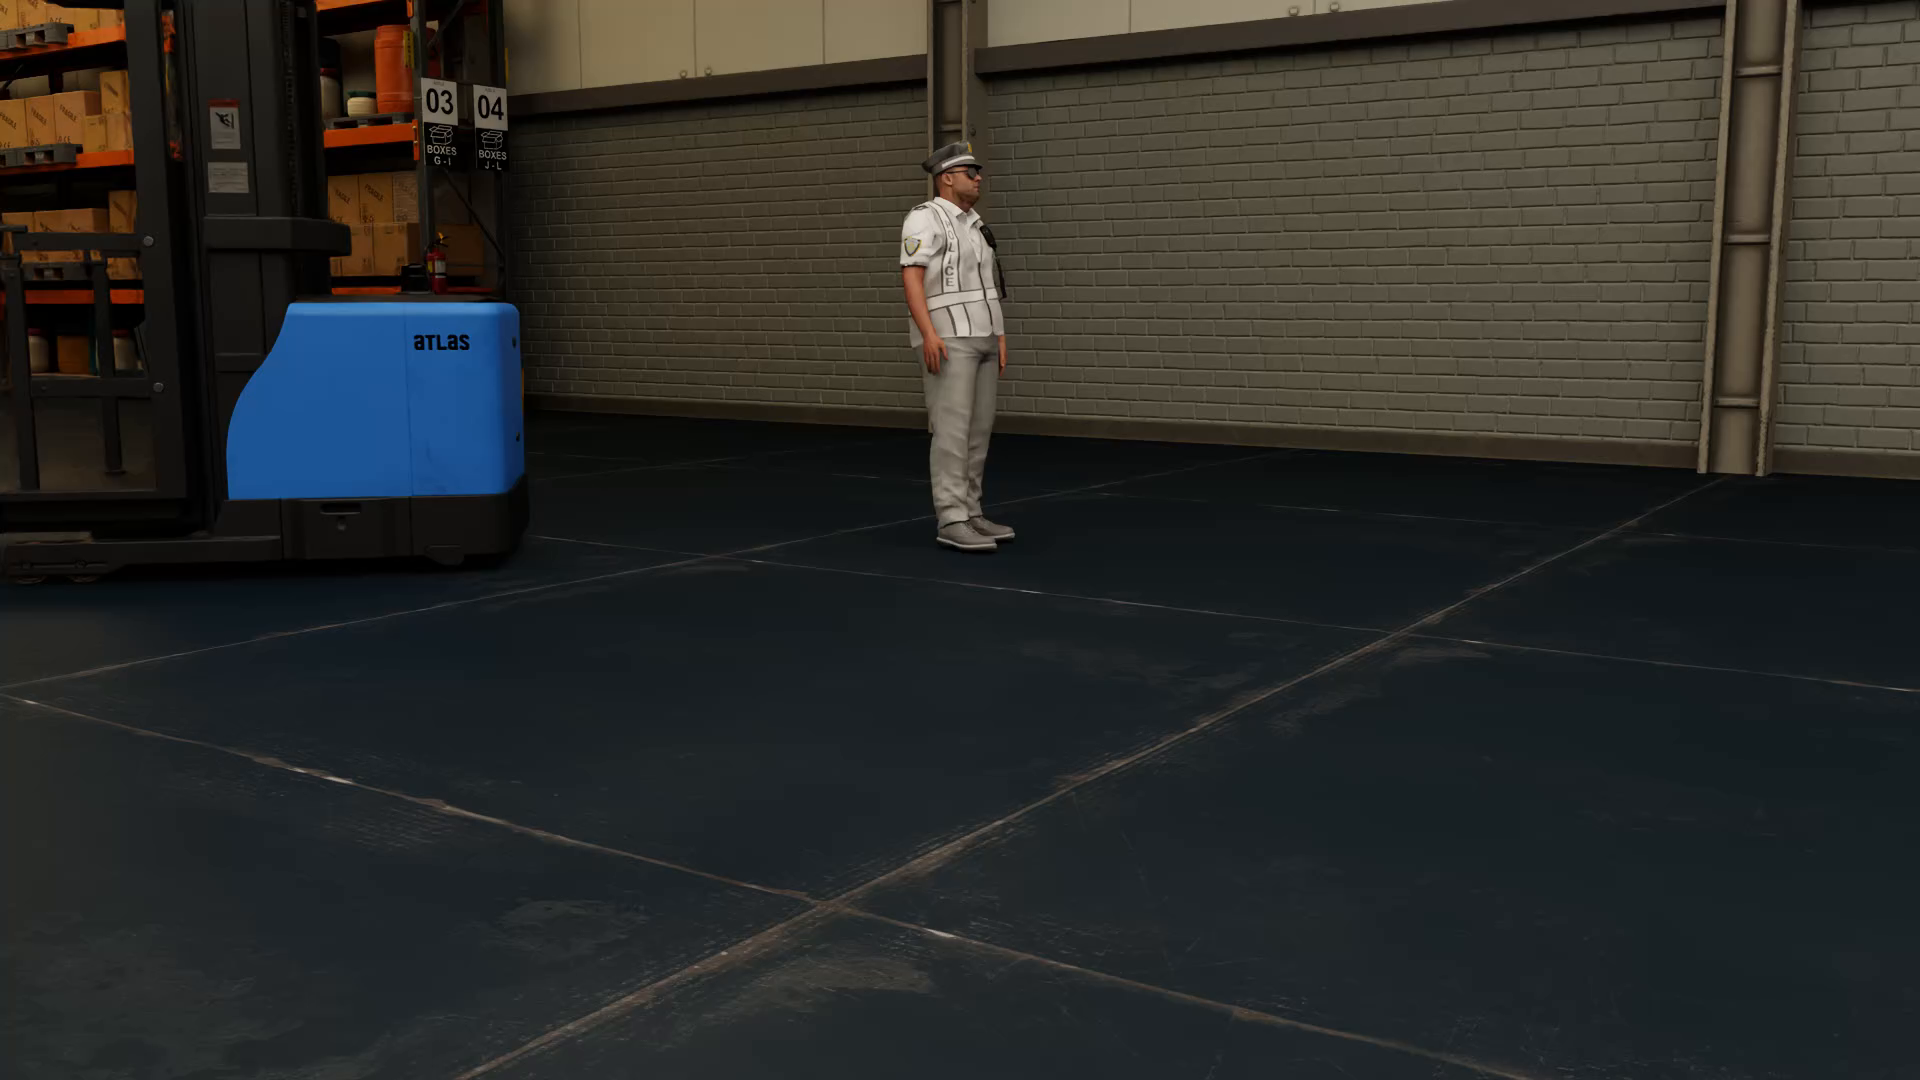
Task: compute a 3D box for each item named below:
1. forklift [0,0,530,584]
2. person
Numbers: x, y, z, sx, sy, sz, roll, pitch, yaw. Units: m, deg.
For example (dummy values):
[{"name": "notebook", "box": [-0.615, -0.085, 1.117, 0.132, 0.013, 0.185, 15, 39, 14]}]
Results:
[{"name": "forklift", "box": [-3.394, -1.361, 6.761, 3.031, 2.935, 1.130, -1, 8, -10]}, {"name": "person", "box": [0.059, -0.882, 7.425, 0.574, 1.779, 0.641, 5, 10, 34]}]
